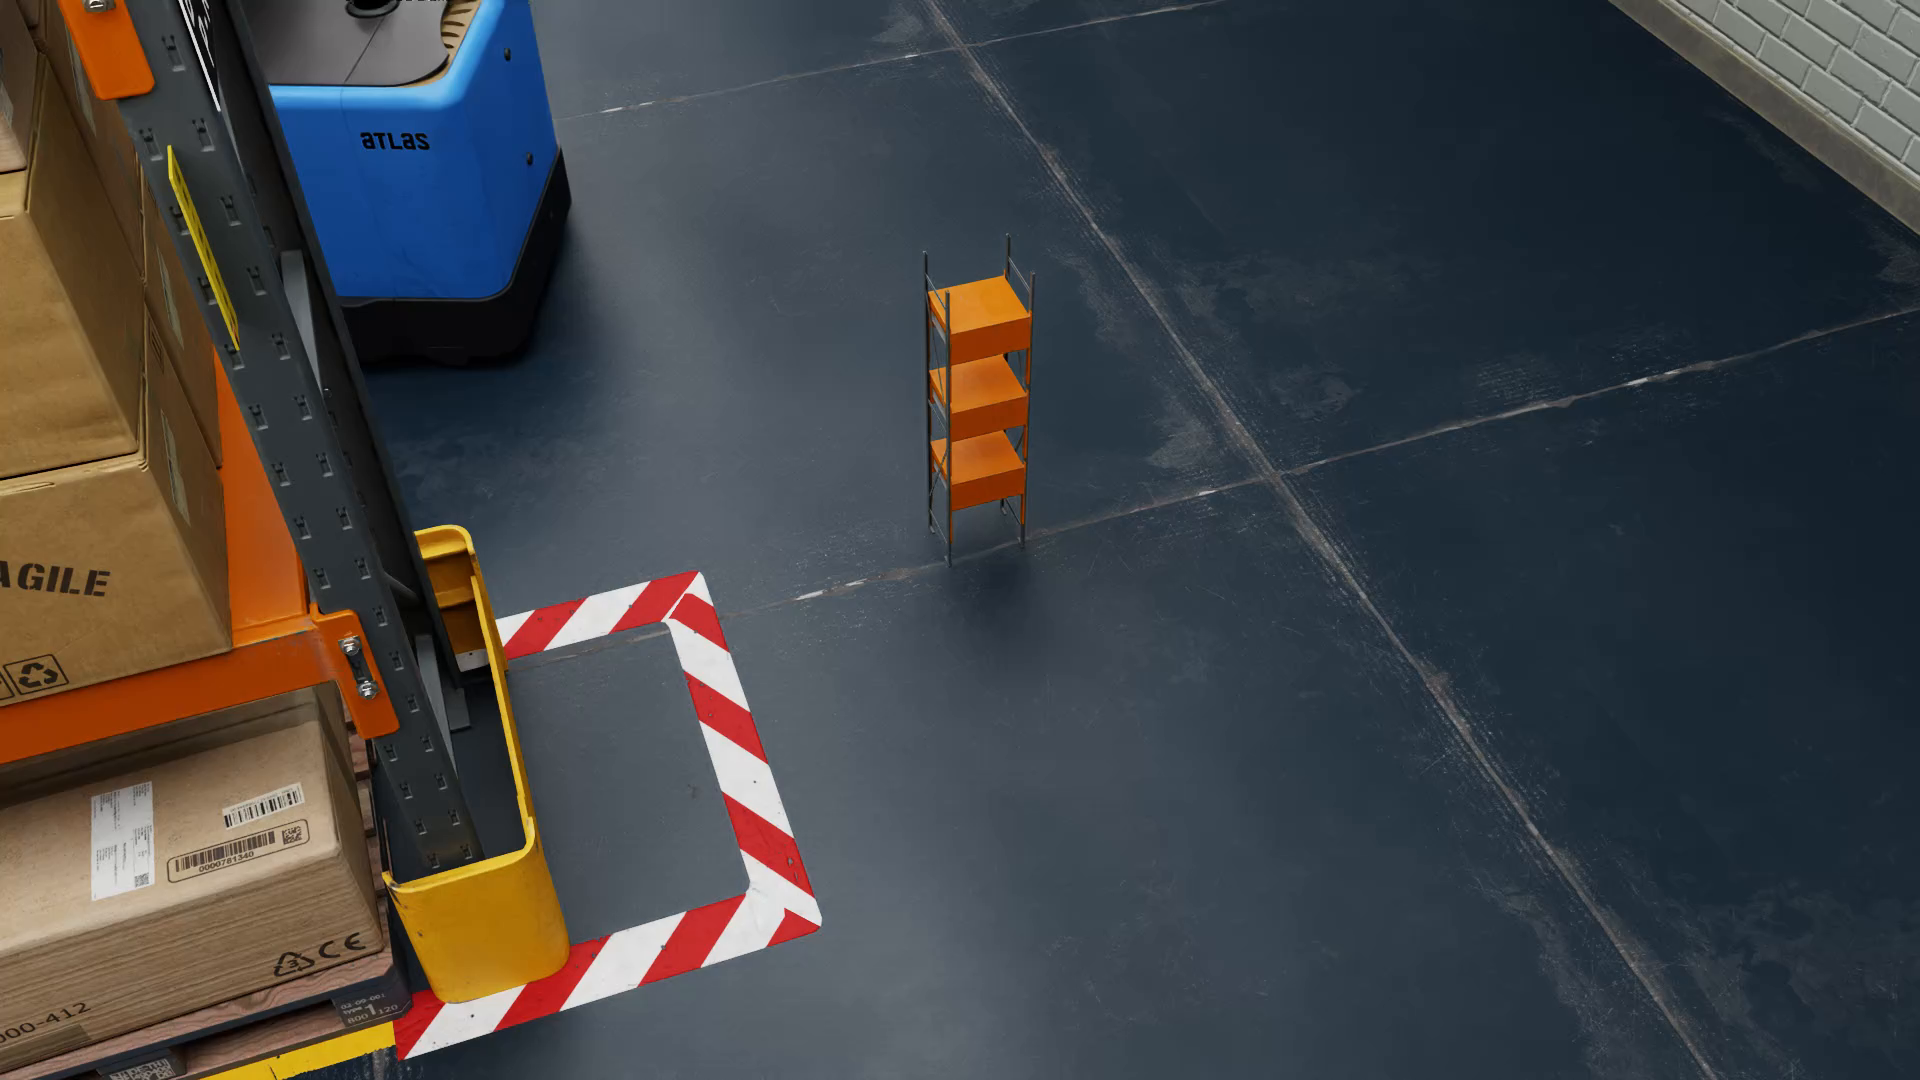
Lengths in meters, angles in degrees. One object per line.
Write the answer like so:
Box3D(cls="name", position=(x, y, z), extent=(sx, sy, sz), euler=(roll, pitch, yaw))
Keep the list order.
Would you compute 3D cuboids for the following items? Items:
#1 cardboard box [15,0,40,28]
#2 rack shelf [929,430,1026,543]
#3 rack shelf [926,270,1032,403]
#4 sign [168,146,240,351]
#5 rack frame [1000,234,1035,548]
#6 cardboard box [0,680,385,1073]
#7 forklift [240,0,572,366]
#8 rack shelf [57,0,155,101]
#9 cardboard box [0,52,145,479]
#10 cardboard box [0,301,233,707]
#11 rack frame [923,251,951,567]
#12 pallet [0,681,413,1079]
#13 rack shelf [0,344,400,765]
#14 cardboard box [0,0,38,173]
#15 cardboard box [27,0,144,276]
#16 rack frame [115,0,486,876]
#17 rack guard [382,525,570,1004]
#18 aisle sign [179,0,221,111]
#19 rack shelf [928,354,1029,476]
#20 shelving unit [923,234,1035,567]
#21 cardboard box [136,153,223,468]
Box3D(cls="cardboard box", position=(-1.779, -1.041, 2.935), extent=(0.250, 0.149, 0.380), euler=(-13, 47, -13))
Box3D(cls="rack shelf", position=(0.050, -0.180, 5.095), extent=(0.240, 0.259, 0.215), euler=(-14, 47, -14))
Box3D(cls="rack shelf", position=(0.050, -0.576, 4.697), extent=(0.240, 0.259, 0.215), euler=(-14, 47, -14))
Box3D(cls="sign", position=(-1.180, -0.452, 2.598), extent=(0.005, 0.325, 0.100), euler=(-14, 47, -14))
Box3D(cls="rack frame", position=(0.165, -0.413, 4.920), extent=(0.008, 1.050, 0.200), euler=(-14, 47, -14))
Box3D(cls="cardboard box", position=(-1.938, 0.657, 3.990), extent=(0.875, 0.438, 0.875), euler=(-16, 47, -15))
Box3D(cls="forklift", position=(-3.033, -2.020, 5.194), extent=(3.031, 2.935, 1.130), euler=(1, 45, 1))
Box3D(cls="rack shelf", position=(-3.232, -0.648, 2.169), extent=(4.000, 0.370, 1.077), euler=(-14, 47, -14))
Box3D(cls="cardboard box", position=(-1.723, -0.438, 2.792), extent=(0.500, 0.500, 0.500), euler=(-13, 47, -13))
Box3D(cls="cardboard box", position=(-1.715, -0.067, 3.129), extent=(0.500, 0.500, 0.500), euler=(-14, 47, -14))
Box3D(cls="rack frame", position=(-0.064, -0.354, 4.862), extent=(0.008, 1.050, 0.200), euler=(-14, 47, -14))
Box3D(cls="pallet", position=(-2.076, 0.904, 4.200), extent=(1.213, 0.211, 1.003), euler=(-14, 47, -14))
Box3D(cls="rack shelf", position=(-3.232, 0.411, 3.231), extent=(4.000, 0.370, 1.077), euler=(-14, 47, -14))
Box3D(cls="cardboard box", position=(-1.620, -0.722, 2.617), extent=(0.250, 0.149, 0.380), euler=(-14, 47, -13))
Box3D(cls="cardboard box", position=(-1.899, -0.787, 3.140), extent=(0.500, 0.500, 0.500), euler=(-15, 47, -15))
Box3D(cls="rack frame", position=(-1.351, -0.324, 3.456), extent=(0.127, 3.000, 1.000), euler=(-14, 47, -14))
Box3D(cls="rack guard", position=(-1.328, 0.552, 4.347), extent=(0.348, 0.500, 1.175), euler=(-14, 47, -14))
Box3D(cls="aisle sign", position=(-1.178, -1.053, 2.346), extent=(0.004, 0.787, 0.394), euler=(-14, 47, -14))
Box3D(cls="rack shelf", position=(0.050, -0.376, 4.898), extent=(0.240, 0.259, 0.215), euler=(-14, 47, -14))
Box3D(cls="shelving unit", position=(0.050, -0.383, 4.891), extent=(0.252, 1.050, 0.215), euler=(-14, 47, -14))
Box3D(cls="cardboard box", position=(-1.900, -0.436, 3.496), extent=(0.500, 0.500, 0.500), euler=(-15, 47, -14))
